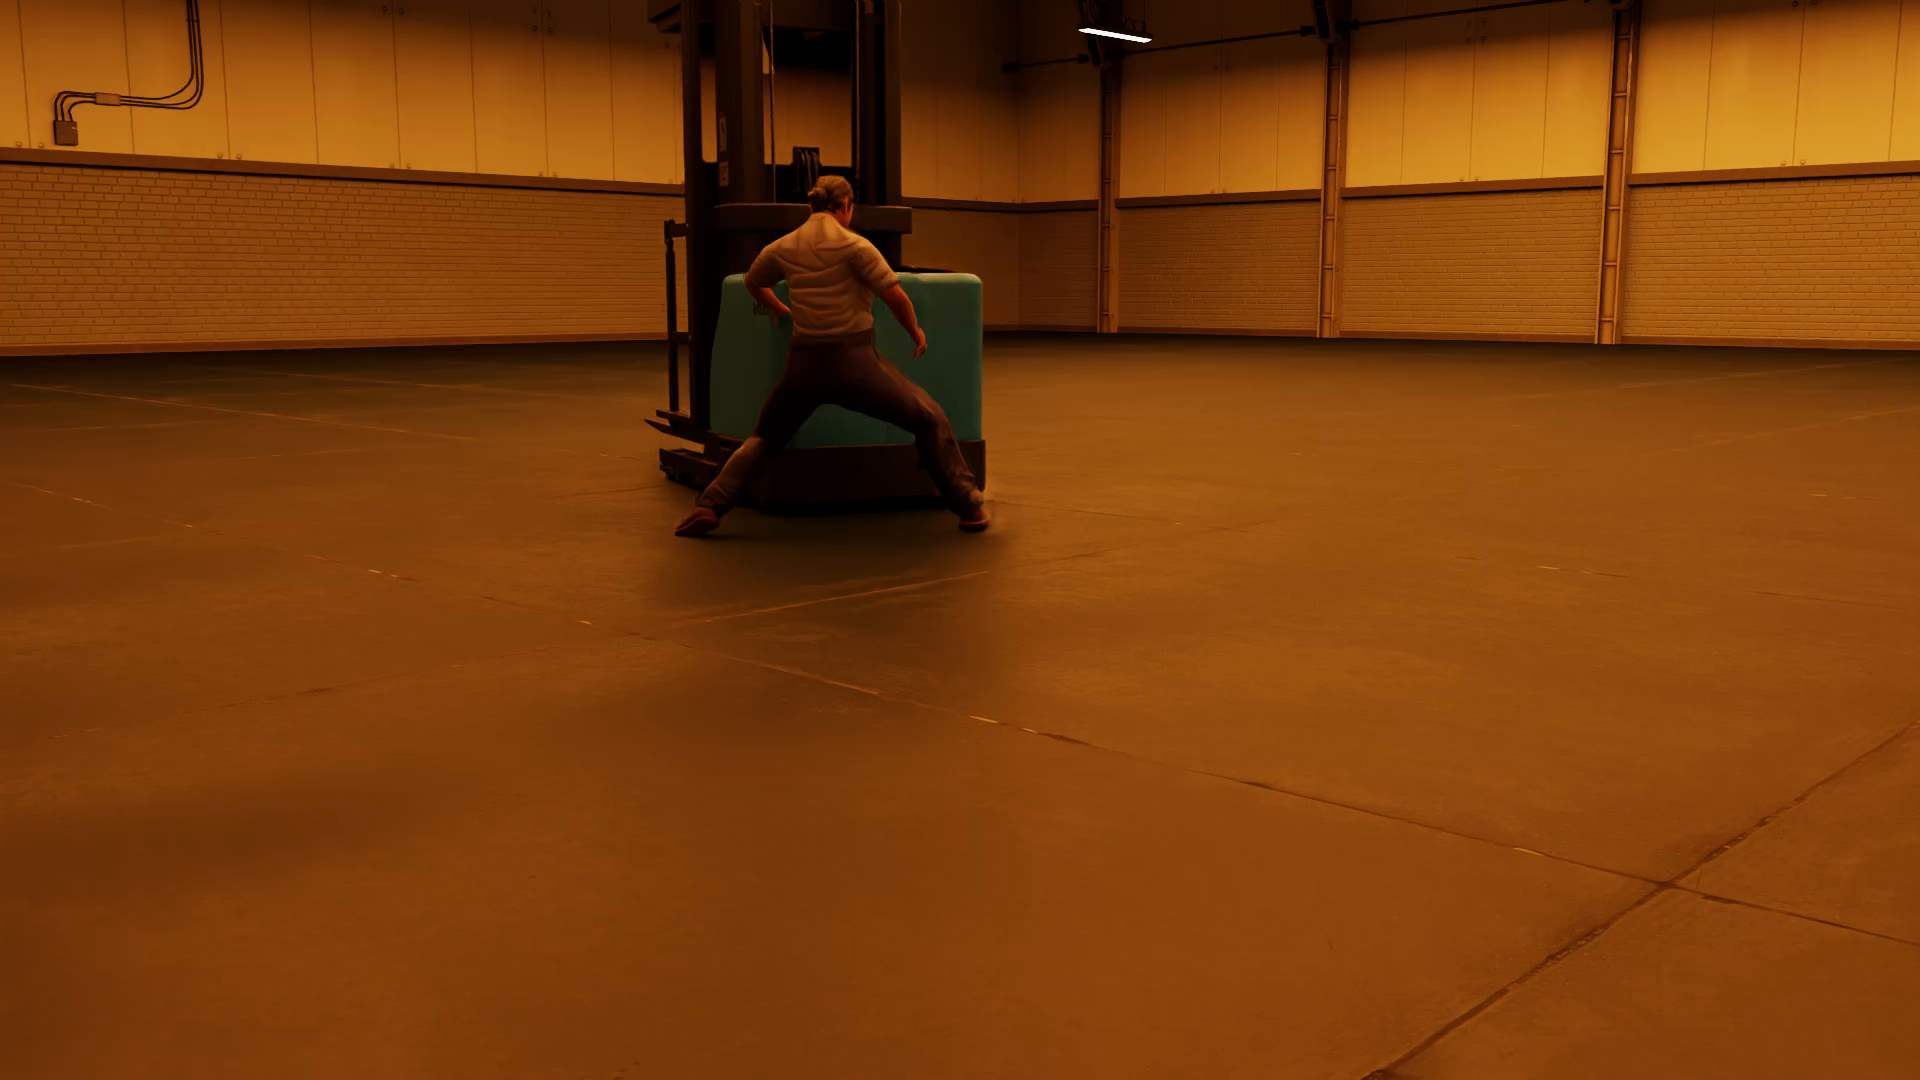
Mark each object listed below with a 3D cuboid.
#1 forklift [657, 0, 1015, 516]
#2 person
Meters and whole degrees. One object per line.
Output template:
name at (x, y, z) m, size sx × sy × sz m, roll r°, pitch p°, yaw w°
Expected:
forklift at (-0.834, -1.734, 8.392) m, size 1.130 × 2.935 × 3.031 m, roll -4°, pitch 9°, yaw -25°
person at (-0.841, -0.755, 6.535) m, size 0.481 × 1.570 × 0.840 m, roll -6°, pitch 11°, yaw -36°
